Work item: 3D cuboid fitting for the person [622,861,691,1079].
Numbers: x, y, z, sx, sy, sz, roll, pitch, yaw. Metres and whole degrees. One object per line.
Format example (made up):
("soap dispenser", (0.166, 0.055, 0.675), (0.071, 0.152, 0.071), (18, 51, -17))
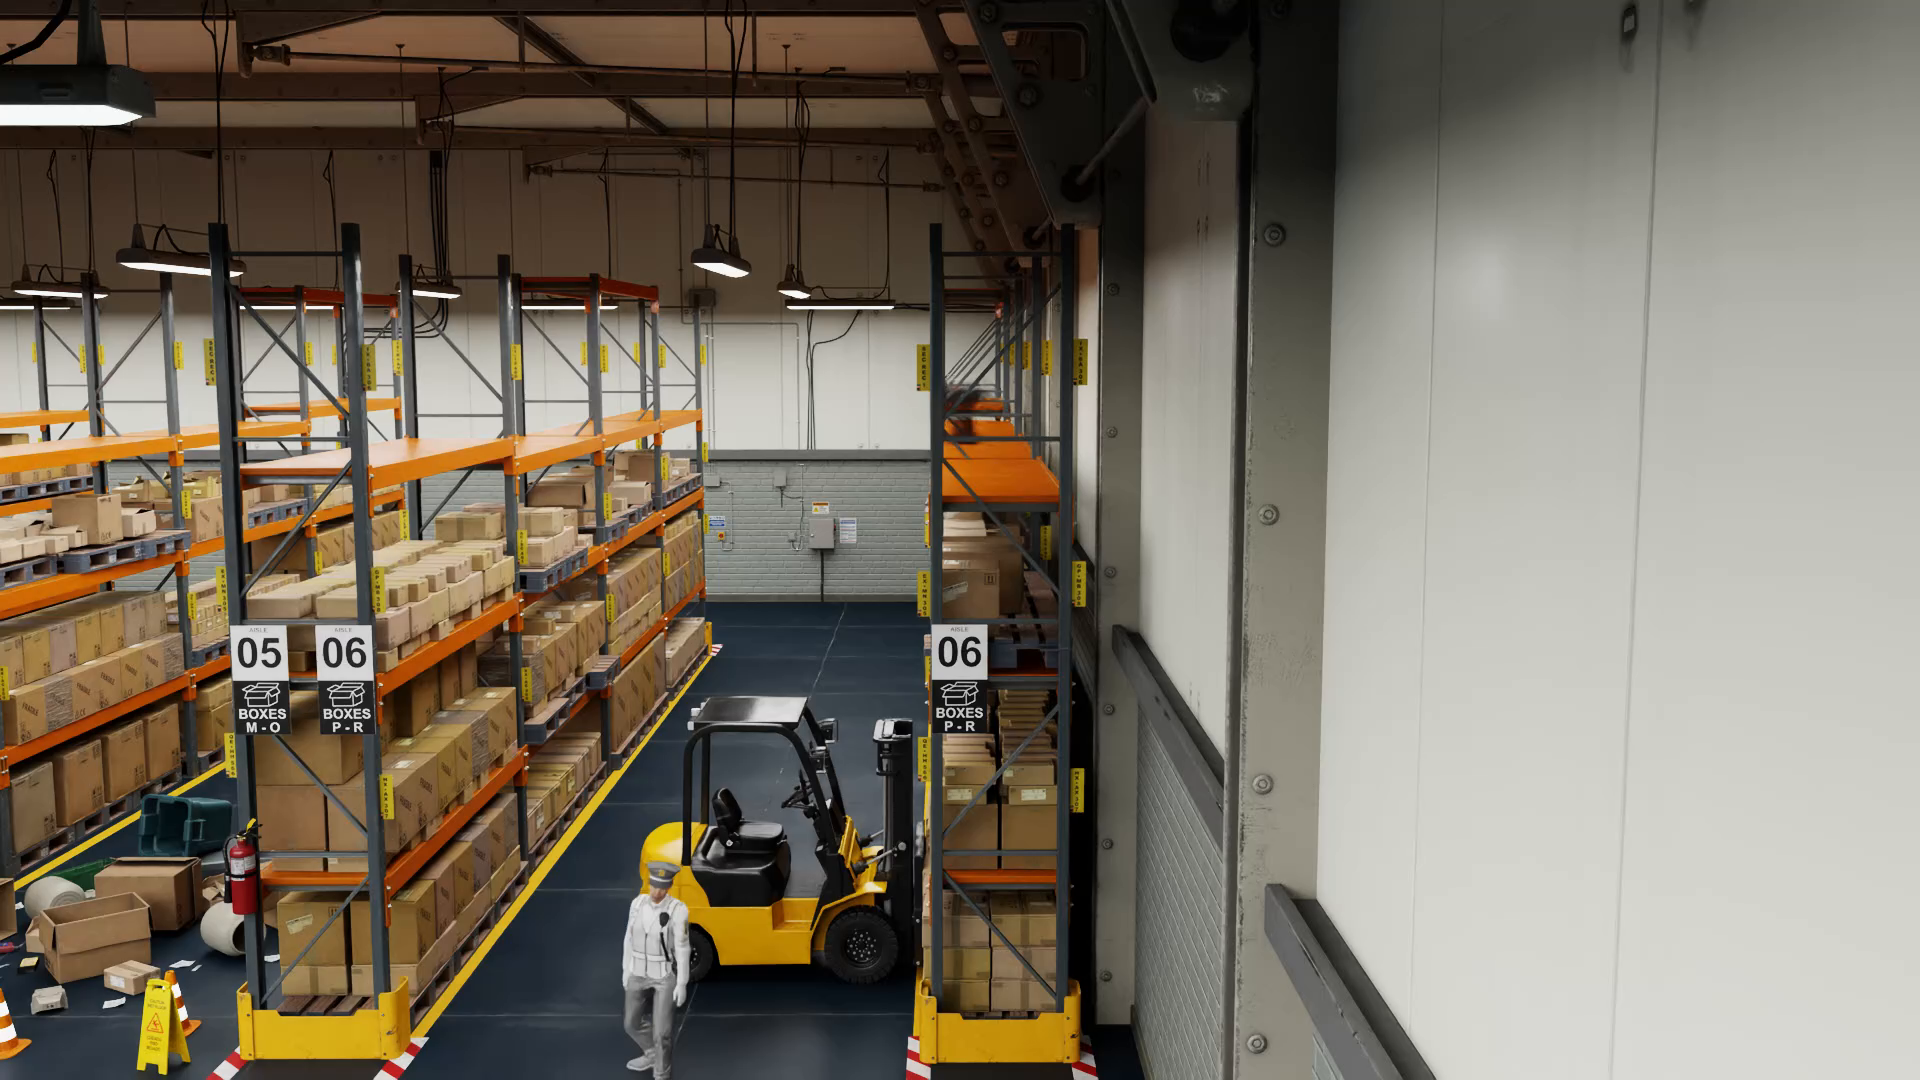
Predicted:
("person", (-2.117, 3.011, 11.543), (0.593, 1.650, 0.457), (2, 7, 19))
